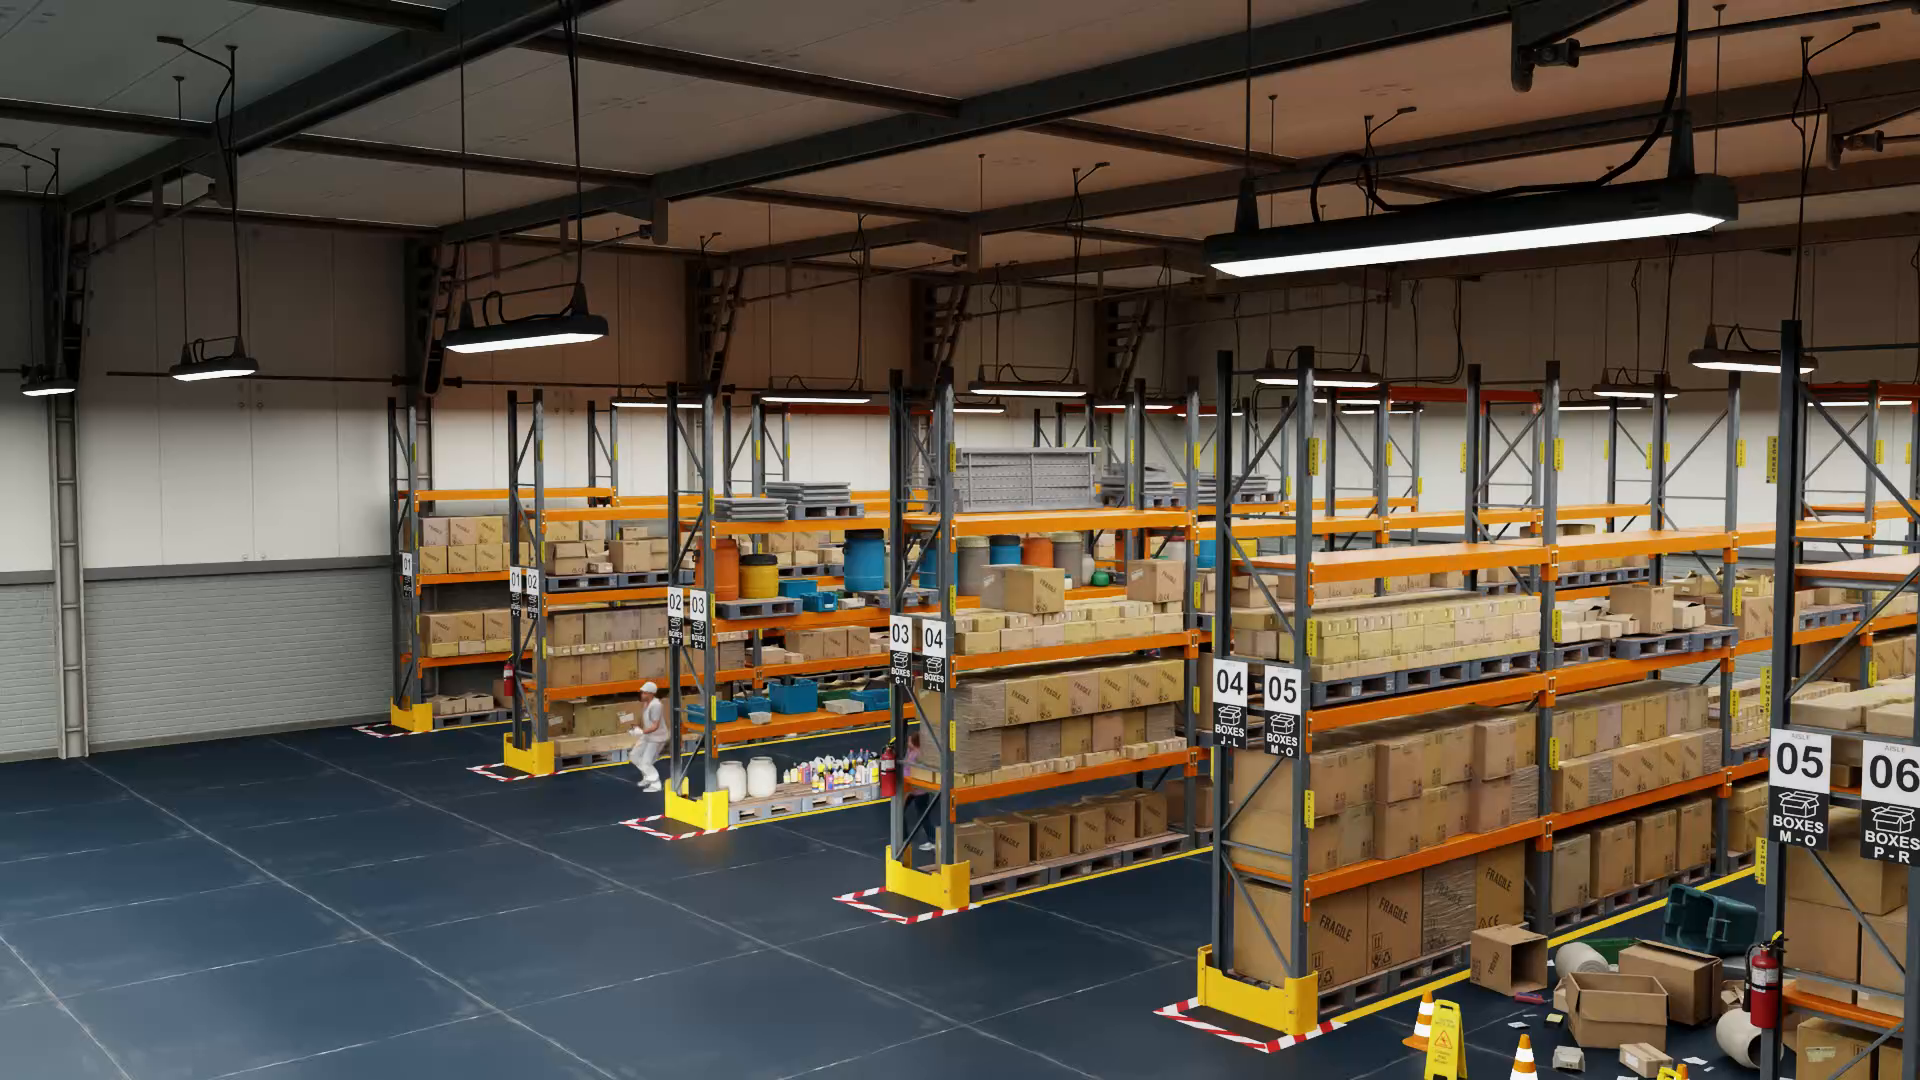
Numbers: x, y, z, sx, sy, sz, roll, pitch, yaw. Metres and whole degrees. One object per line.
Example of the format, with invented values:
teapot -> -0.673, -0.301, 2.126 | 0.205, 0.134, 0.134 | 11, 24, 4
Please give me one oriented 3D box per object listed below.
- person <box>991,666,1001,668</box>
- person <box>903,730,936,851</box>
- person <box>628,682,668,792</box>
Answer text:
person -> 0.649, 2.587, 28.358 | 0.962, 1.757, 0.723 | -1, 3, -12
person -> -0.547, 3.145, 20.866 | 0.621, 1.569, 0.603 | -2, 4, -32
person -> -4.609, 2.903, 24.425 | 0.669, 1.679, 0.861 | -2, 4, -33
